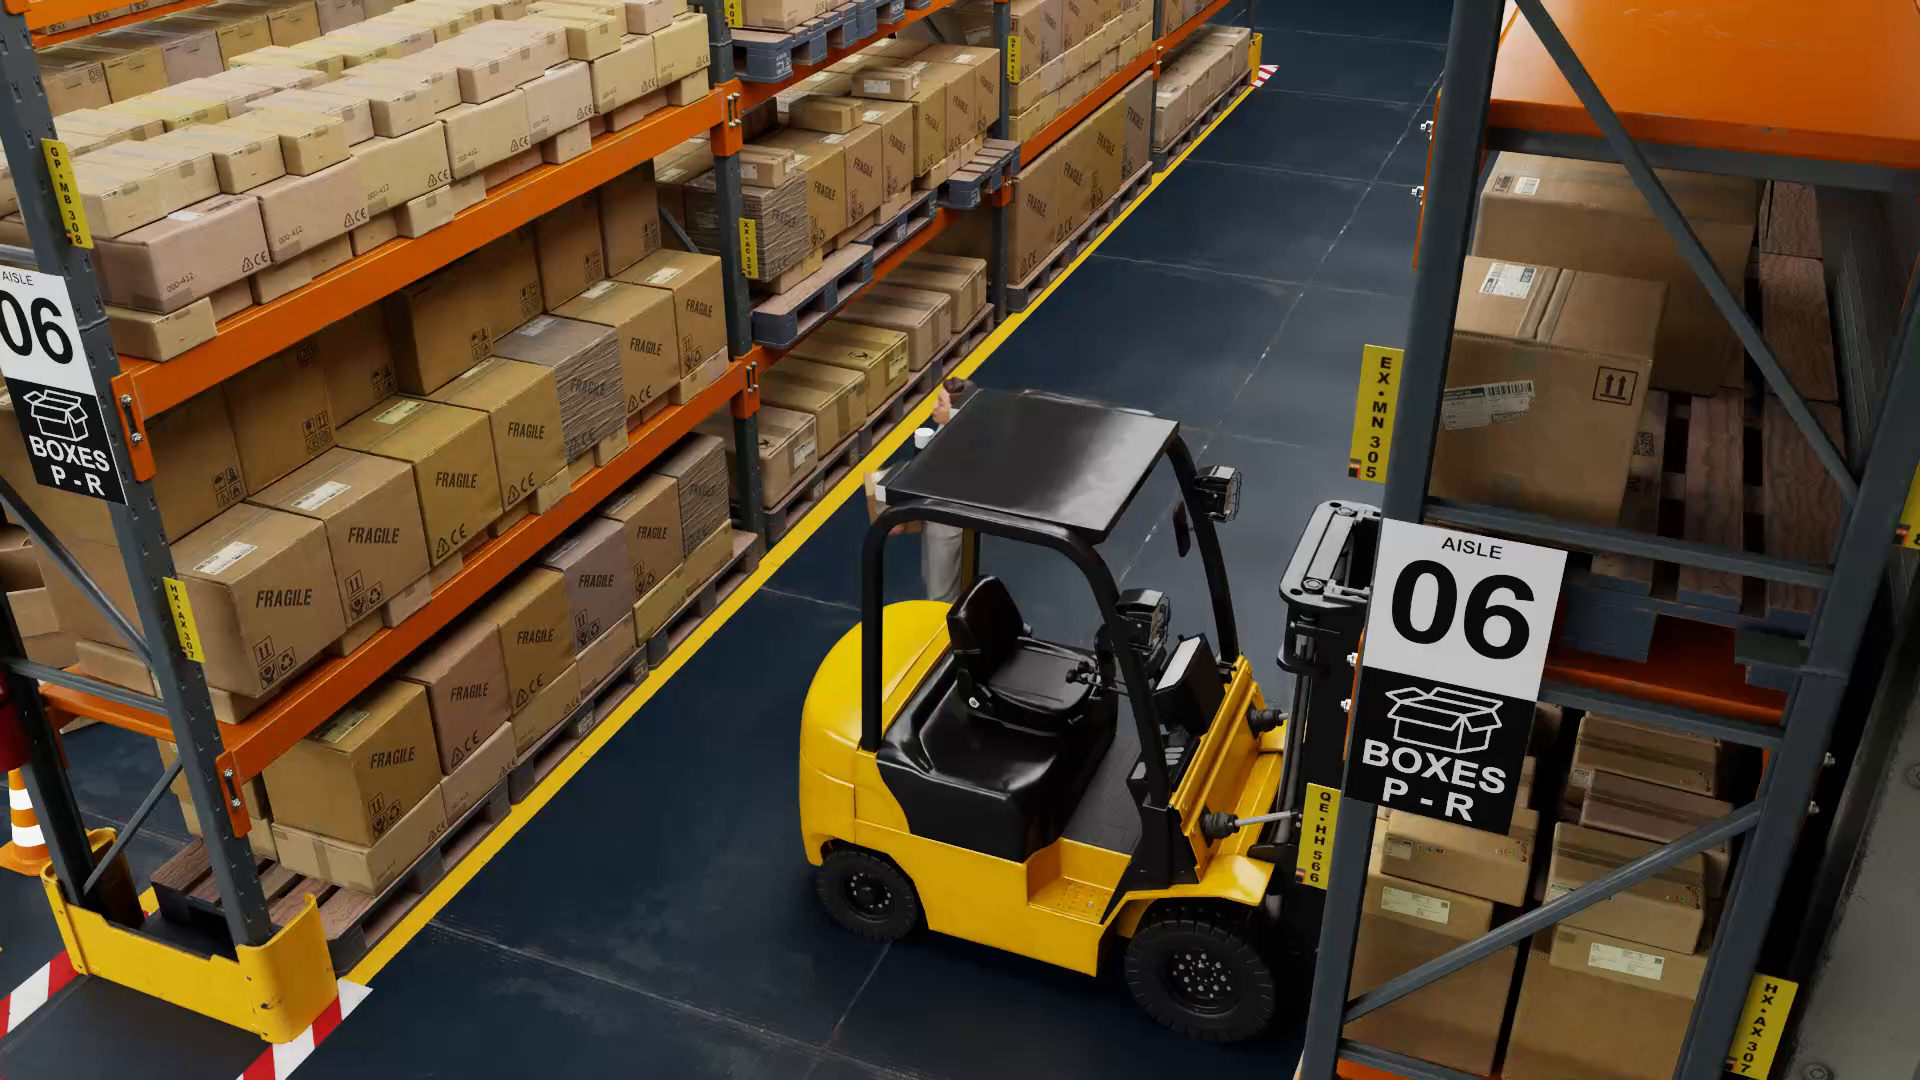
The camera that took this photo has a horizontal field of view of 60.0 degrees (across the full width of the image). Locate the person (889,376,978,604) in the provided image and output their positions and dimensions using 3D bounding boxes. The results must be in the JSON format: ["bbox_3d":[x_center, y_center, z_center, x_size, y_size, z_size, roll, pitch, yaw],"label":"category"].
[{"bbox_3d":[-0.147,-0.024,8.519,0.536,1.591,0.444,-4,30,-6],"label":"person"}]
